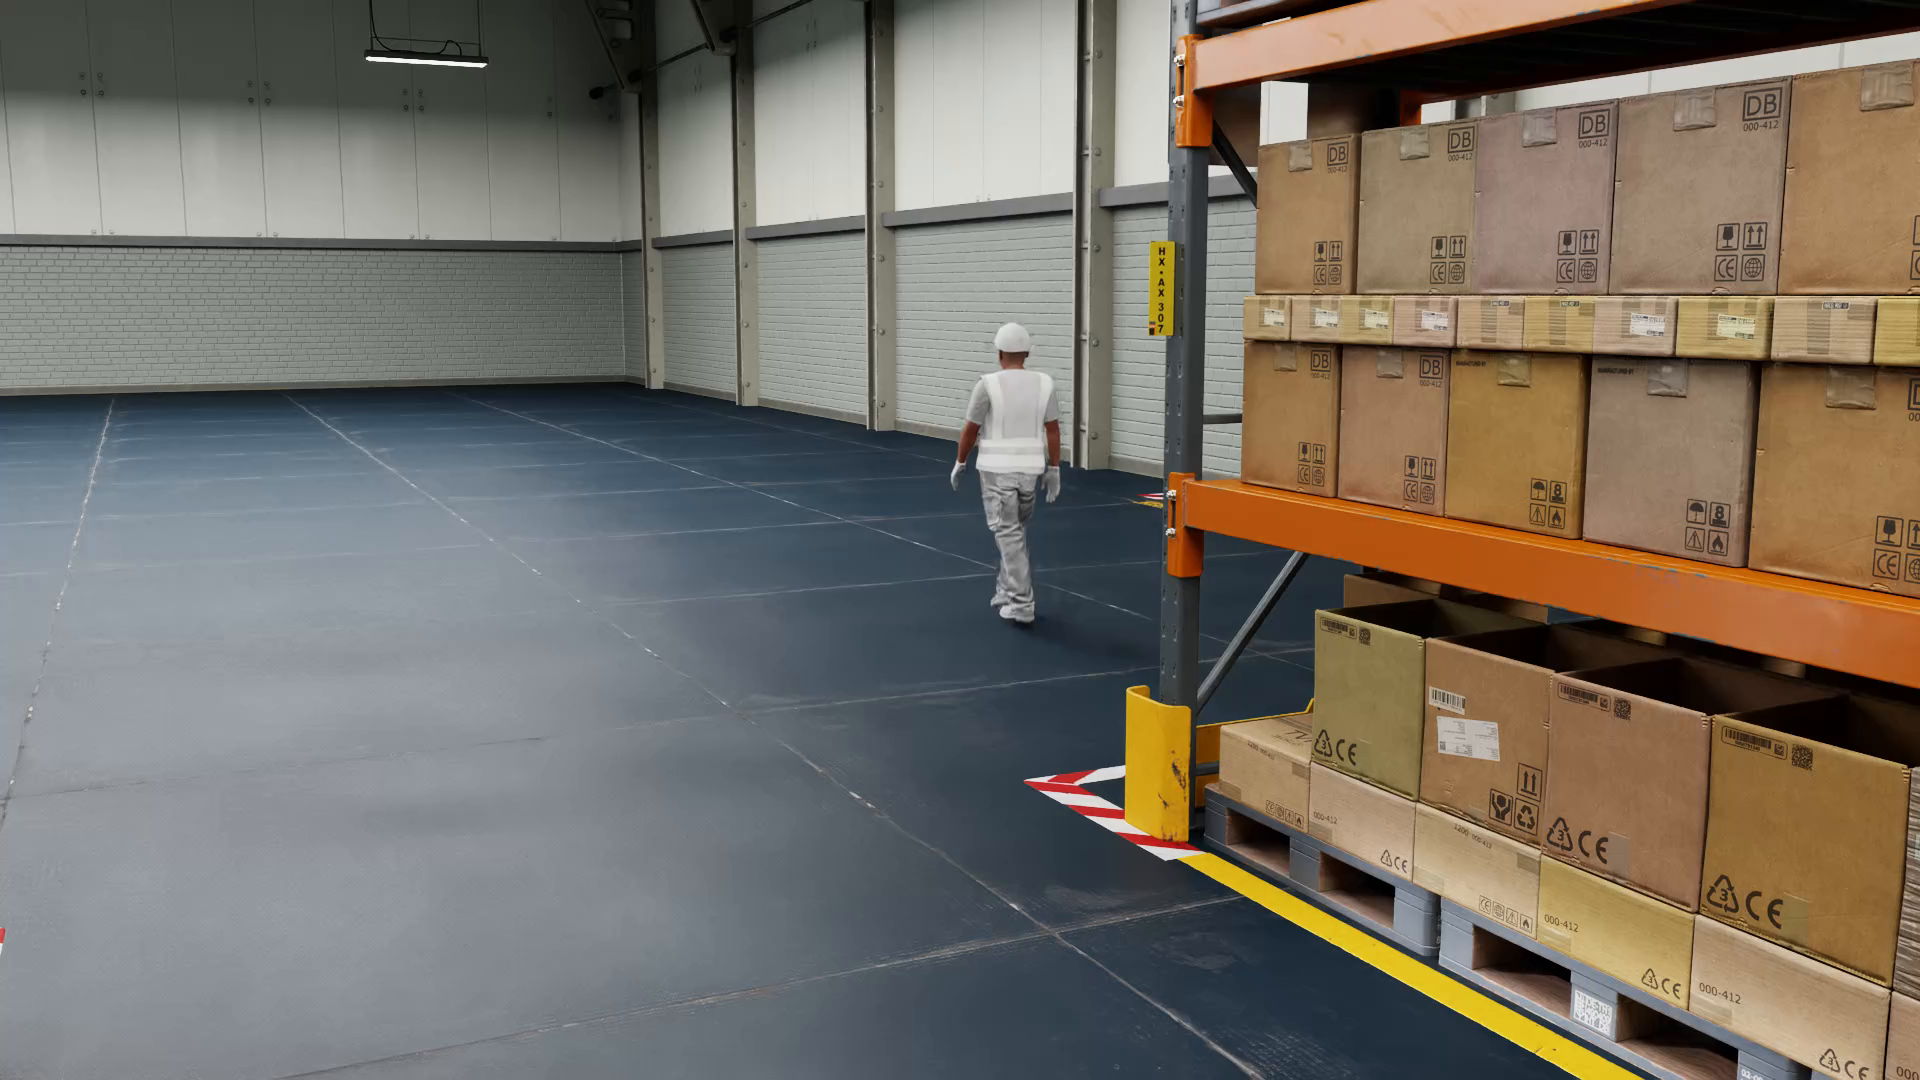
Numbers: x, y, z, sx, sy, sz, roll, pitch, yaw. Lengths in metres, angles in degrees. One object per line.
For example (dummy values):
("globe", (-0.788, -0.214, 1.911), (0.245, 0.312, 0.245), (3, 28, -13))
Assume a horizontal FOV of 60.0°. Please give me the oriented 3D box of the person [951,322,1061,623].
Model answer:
("person", (0.245, -0.411, 10.015), (0.567, 1.787, 0.824), (-4, 10, -28))
